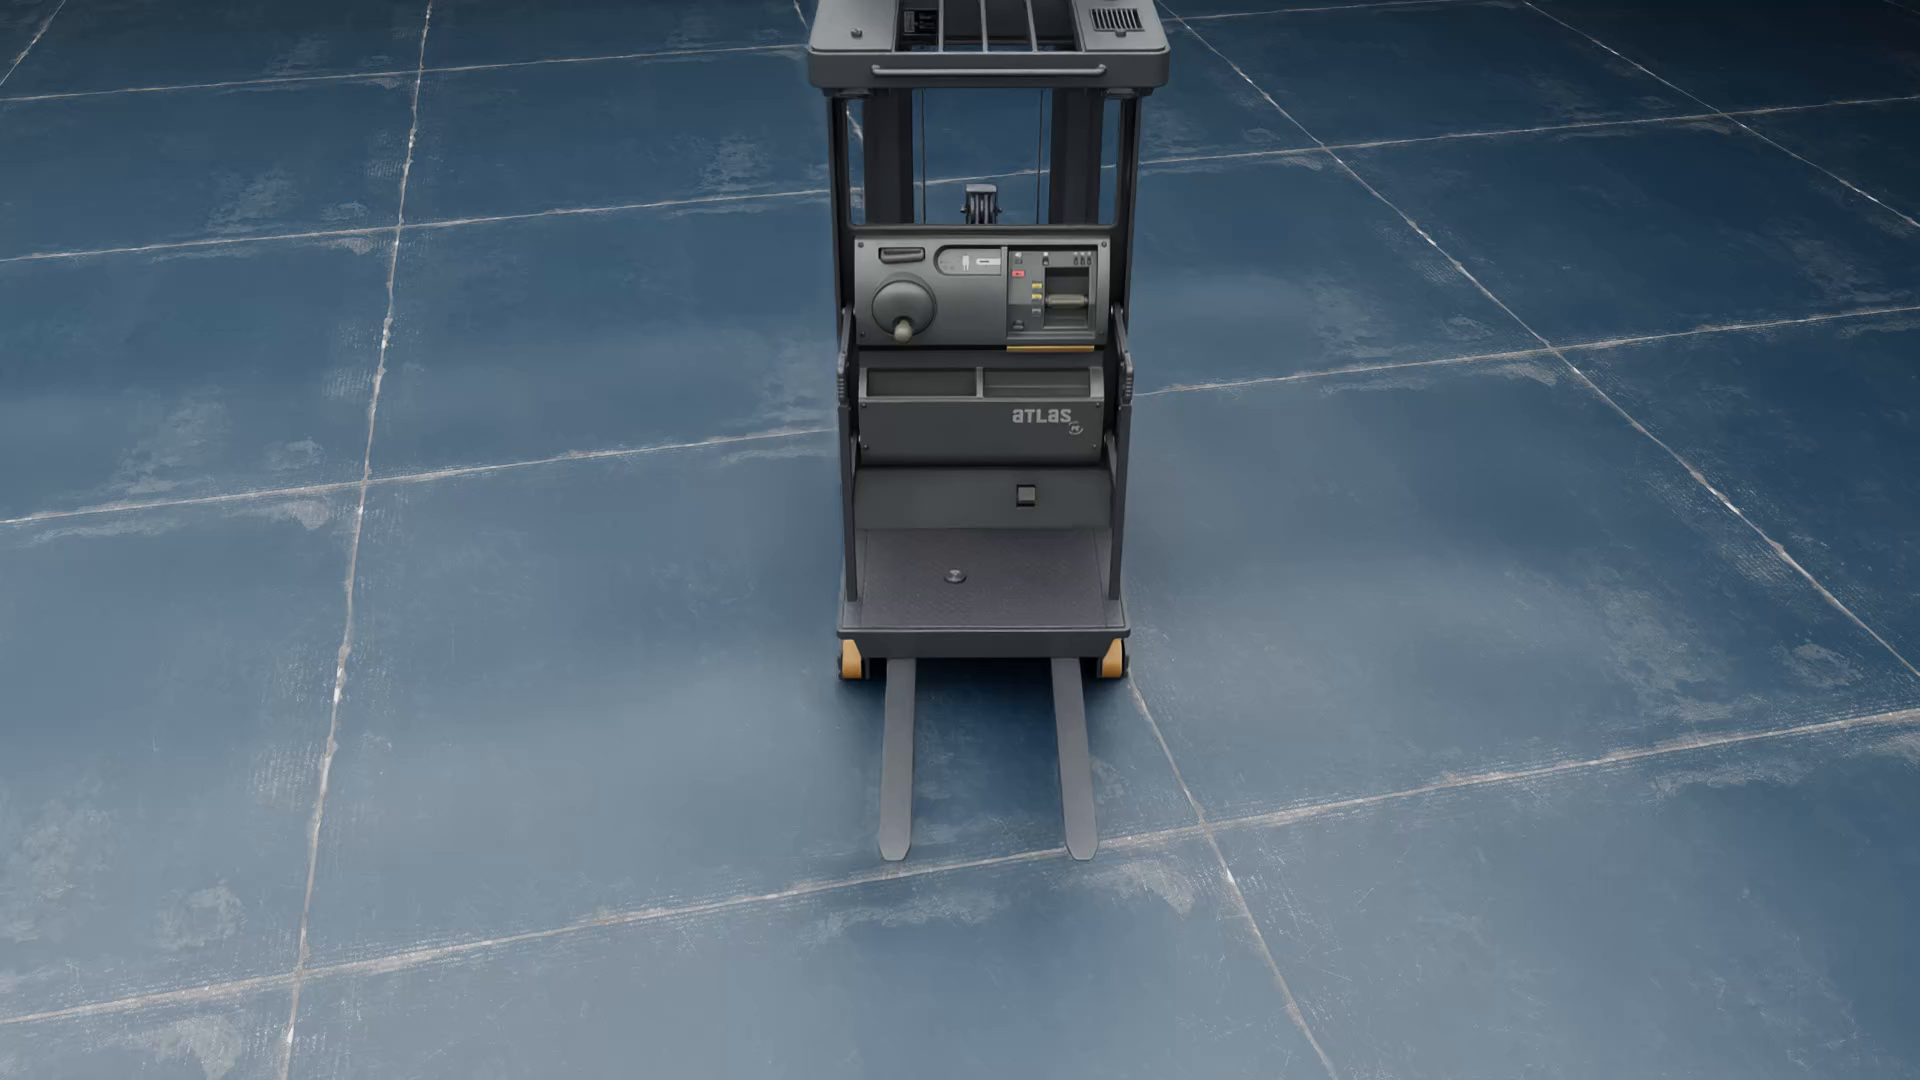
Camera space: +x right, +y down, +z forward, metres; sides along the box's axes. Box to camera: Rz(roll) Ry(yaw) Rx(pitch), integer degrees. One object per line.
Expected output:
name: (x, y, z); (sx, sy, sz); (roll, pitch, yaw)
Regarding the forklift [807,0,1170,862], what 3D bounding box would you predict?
forklift: (0.084, -0.851, 5.888); (1.130, 2.935, 3.031); (0, 34, 0)
